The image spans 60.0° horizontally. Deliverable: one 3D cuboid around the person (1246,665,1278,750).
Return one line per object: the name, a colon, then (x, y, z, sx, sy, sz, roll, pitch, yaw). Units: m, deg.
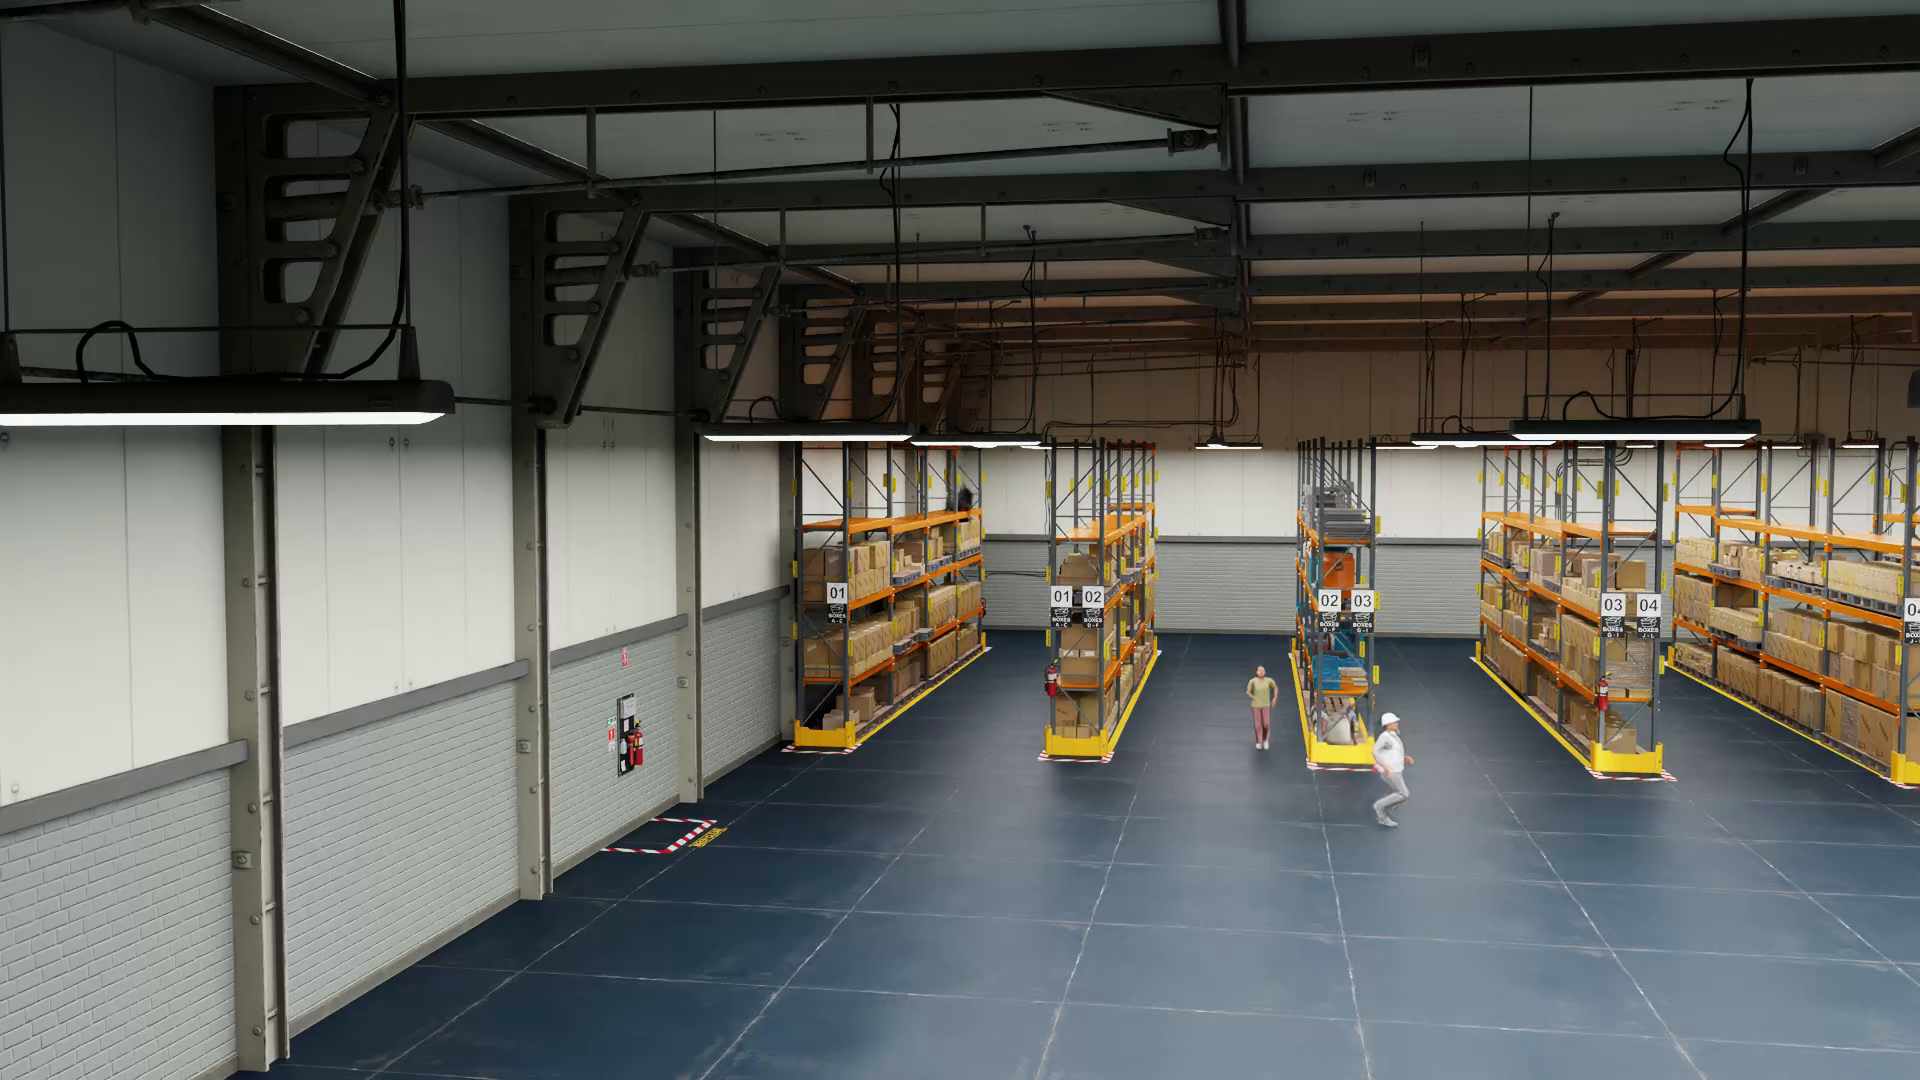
person: (5.788, 3.204, 31.858, 0.596, 1.643, 0.609, 0, 3, 9)

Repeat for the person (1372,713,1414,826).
person: (6.625, 3.512, 25.377, 0.566, 1.732, 0.650, 2, 3, 29)

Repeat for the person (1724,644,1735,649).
person: (20.882, 2.495, 45.043, 0.739, 1.694, 0.582, -1, 3, -24)
